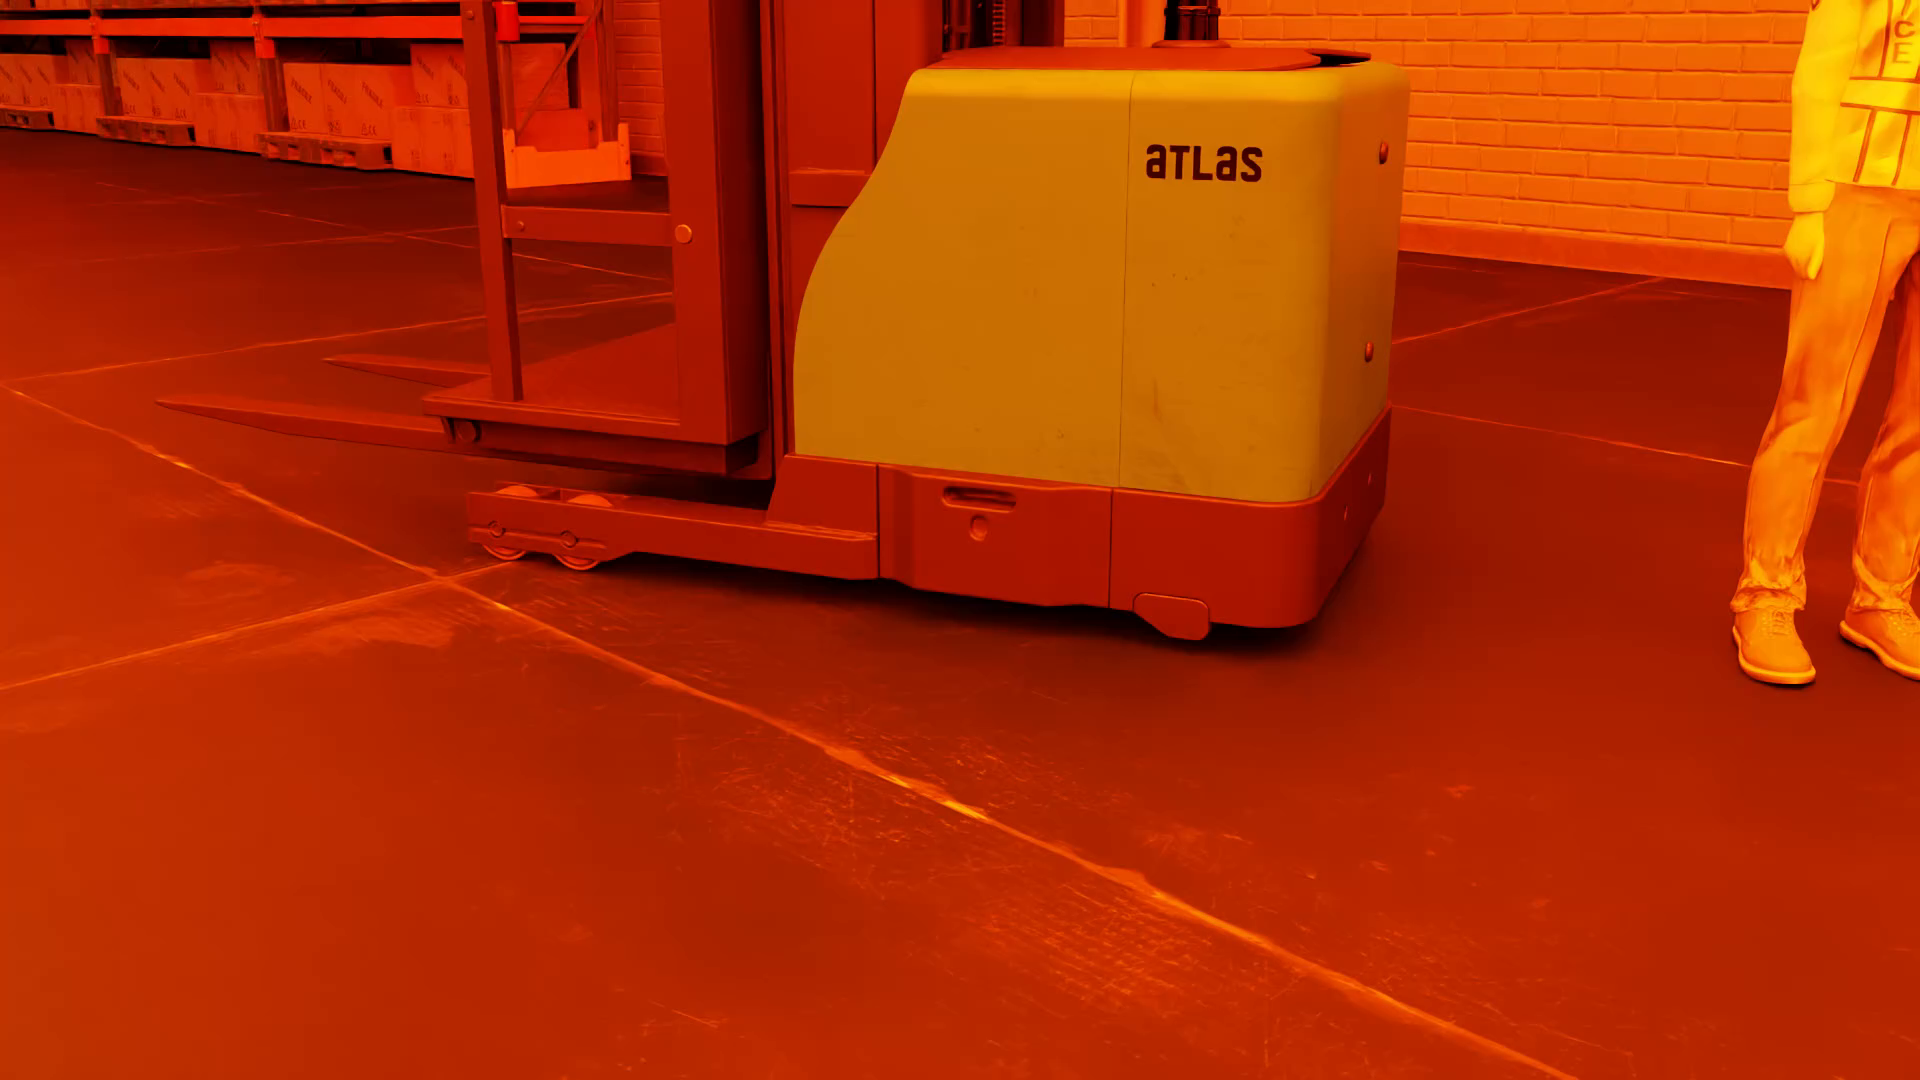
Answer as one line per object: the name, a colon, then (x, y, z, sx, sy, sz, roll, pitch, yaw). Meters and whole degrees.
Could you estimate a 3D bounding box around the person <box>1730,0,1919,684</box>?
person: (1.685, -0.585, 2.928, 0.462, 1.693, 0.344, 0, 17, -1)

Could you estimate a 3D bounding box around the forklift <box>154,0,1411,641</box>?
forklift: (-0.563, -1.469, 3.684, 3.031, 2.935, 1.130, 7, 18, 21)
